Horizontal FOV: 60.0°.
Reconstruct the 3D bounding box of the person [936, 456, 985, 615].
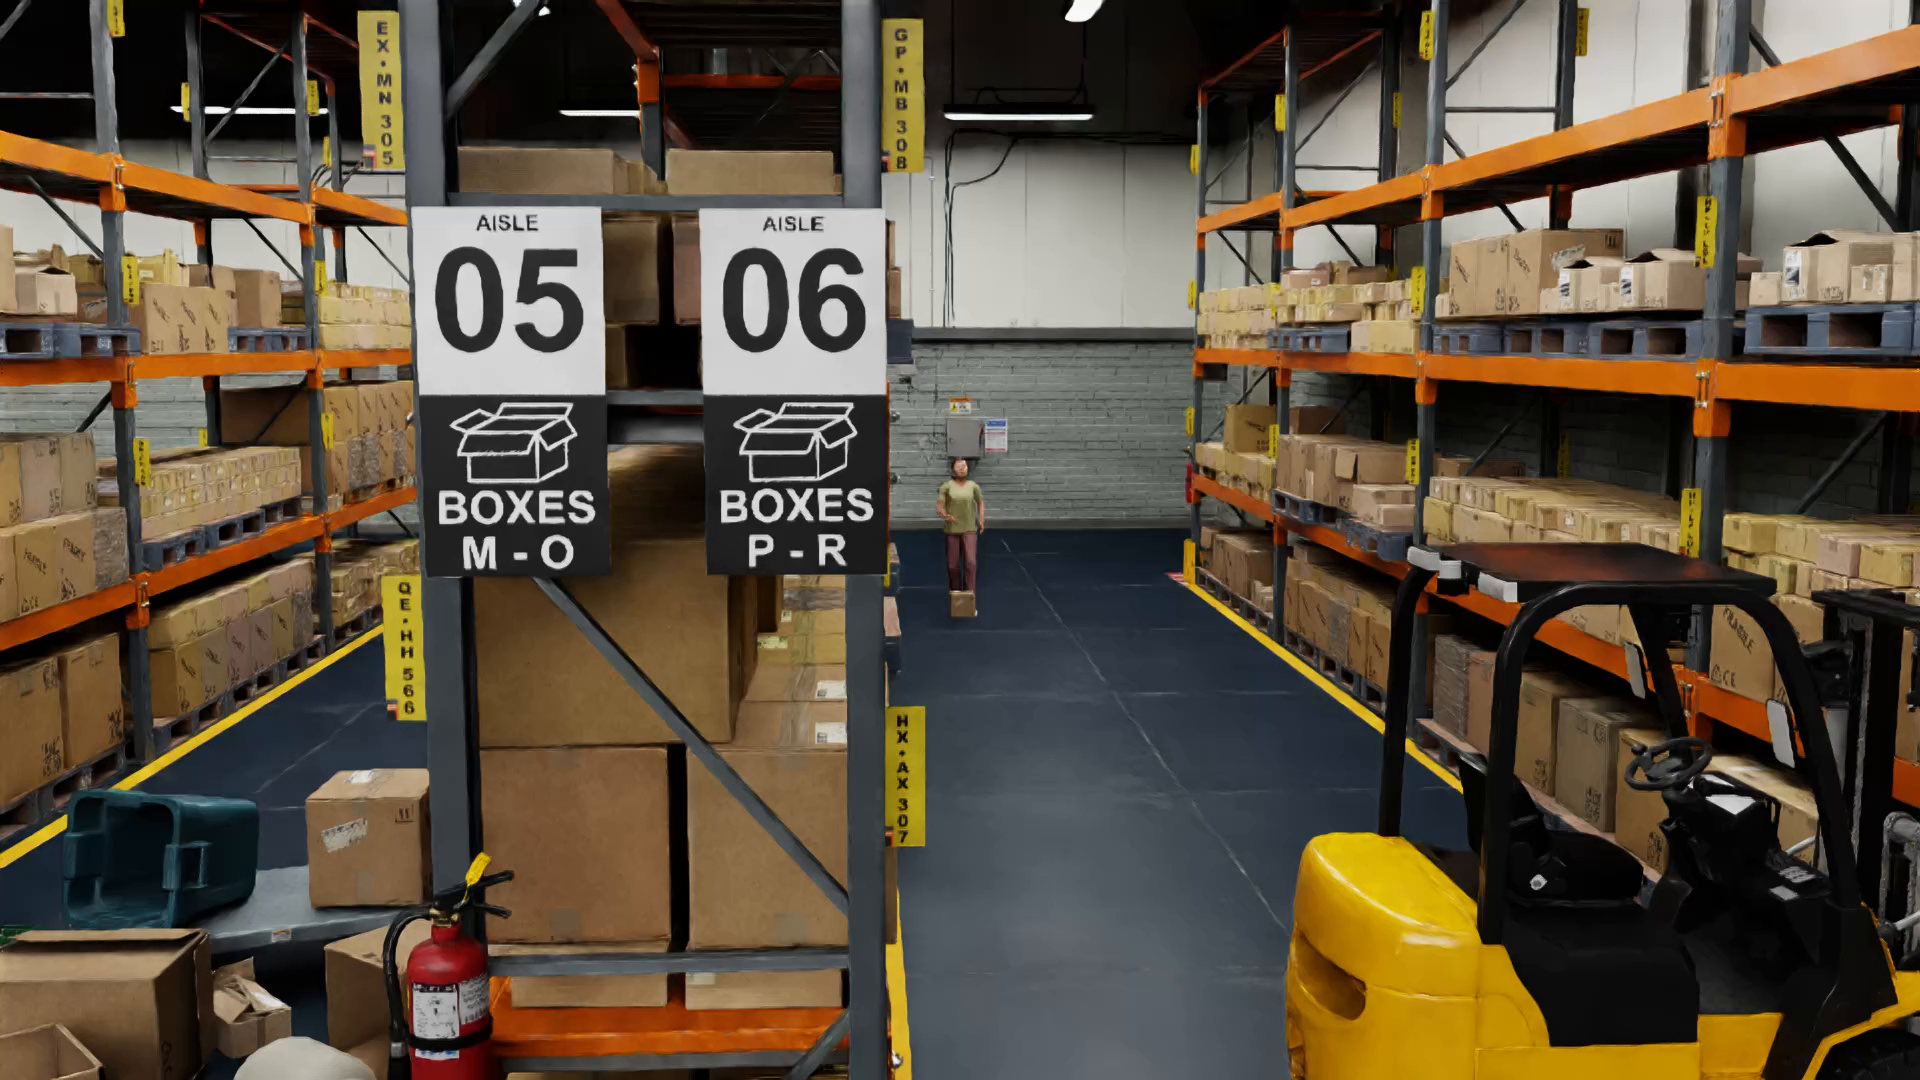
[{"bbox_3d":[0.012,-0.049,17.847,0.532,1.686,0.603,0,7,-2],"label":"person"}]
